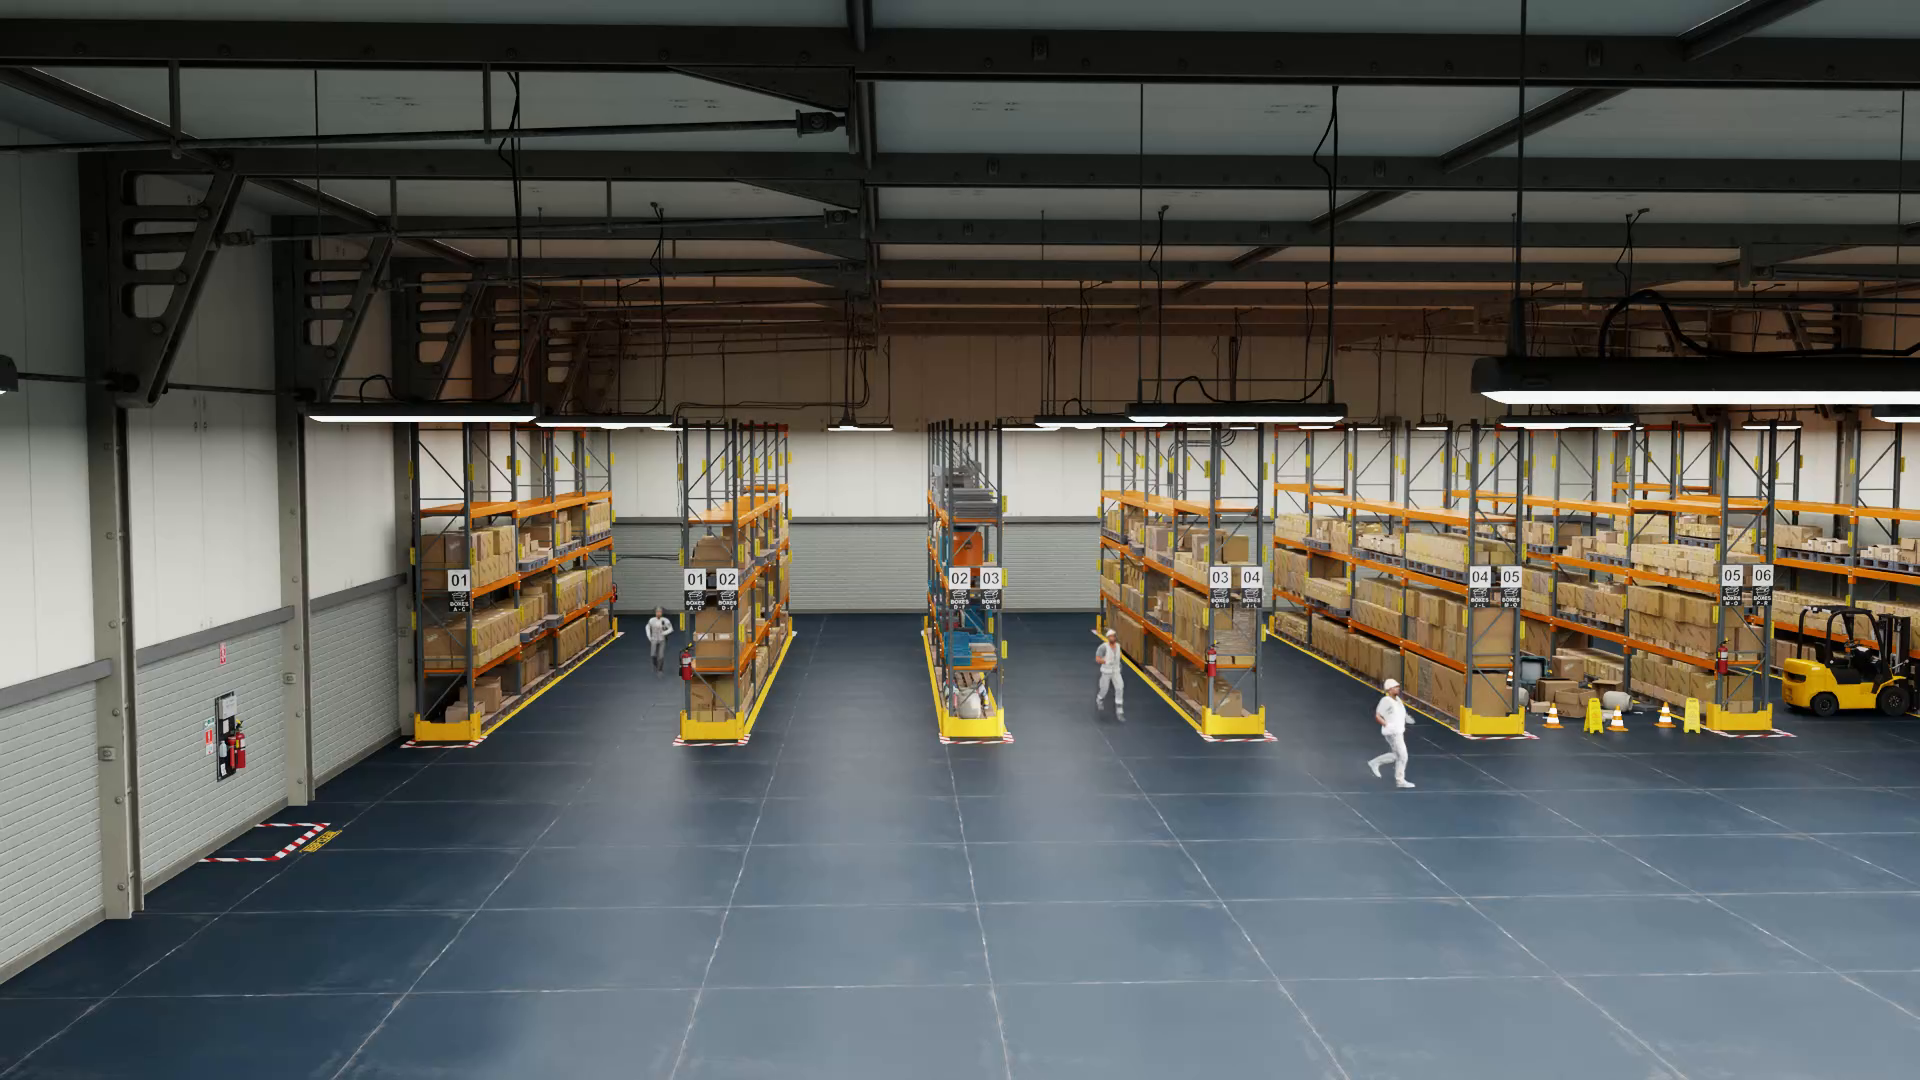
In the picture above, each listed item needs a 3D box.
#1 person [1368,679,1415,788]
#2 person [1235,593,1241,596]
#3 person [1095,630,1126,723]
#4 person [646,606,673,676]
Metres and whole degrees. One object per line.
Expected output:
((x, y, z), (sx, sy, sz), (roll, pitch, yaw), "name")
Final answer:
((6.989, 3.124, 26.949), (0.818, 1.750, 0.696), (2, 4, 33), "person")
((7.739, 1.939, 47.195), (0.594, 1.530, 0.524), (1, 4, 21), "person")
((2.983, 2.698, 33.403), (0.621, 1.818, 1.088), (-1, 4, -16), "person")
((-7.074, 2.375, 39.079), (0.667, 1.666, 0.532), (0, 4, -1), "person")
